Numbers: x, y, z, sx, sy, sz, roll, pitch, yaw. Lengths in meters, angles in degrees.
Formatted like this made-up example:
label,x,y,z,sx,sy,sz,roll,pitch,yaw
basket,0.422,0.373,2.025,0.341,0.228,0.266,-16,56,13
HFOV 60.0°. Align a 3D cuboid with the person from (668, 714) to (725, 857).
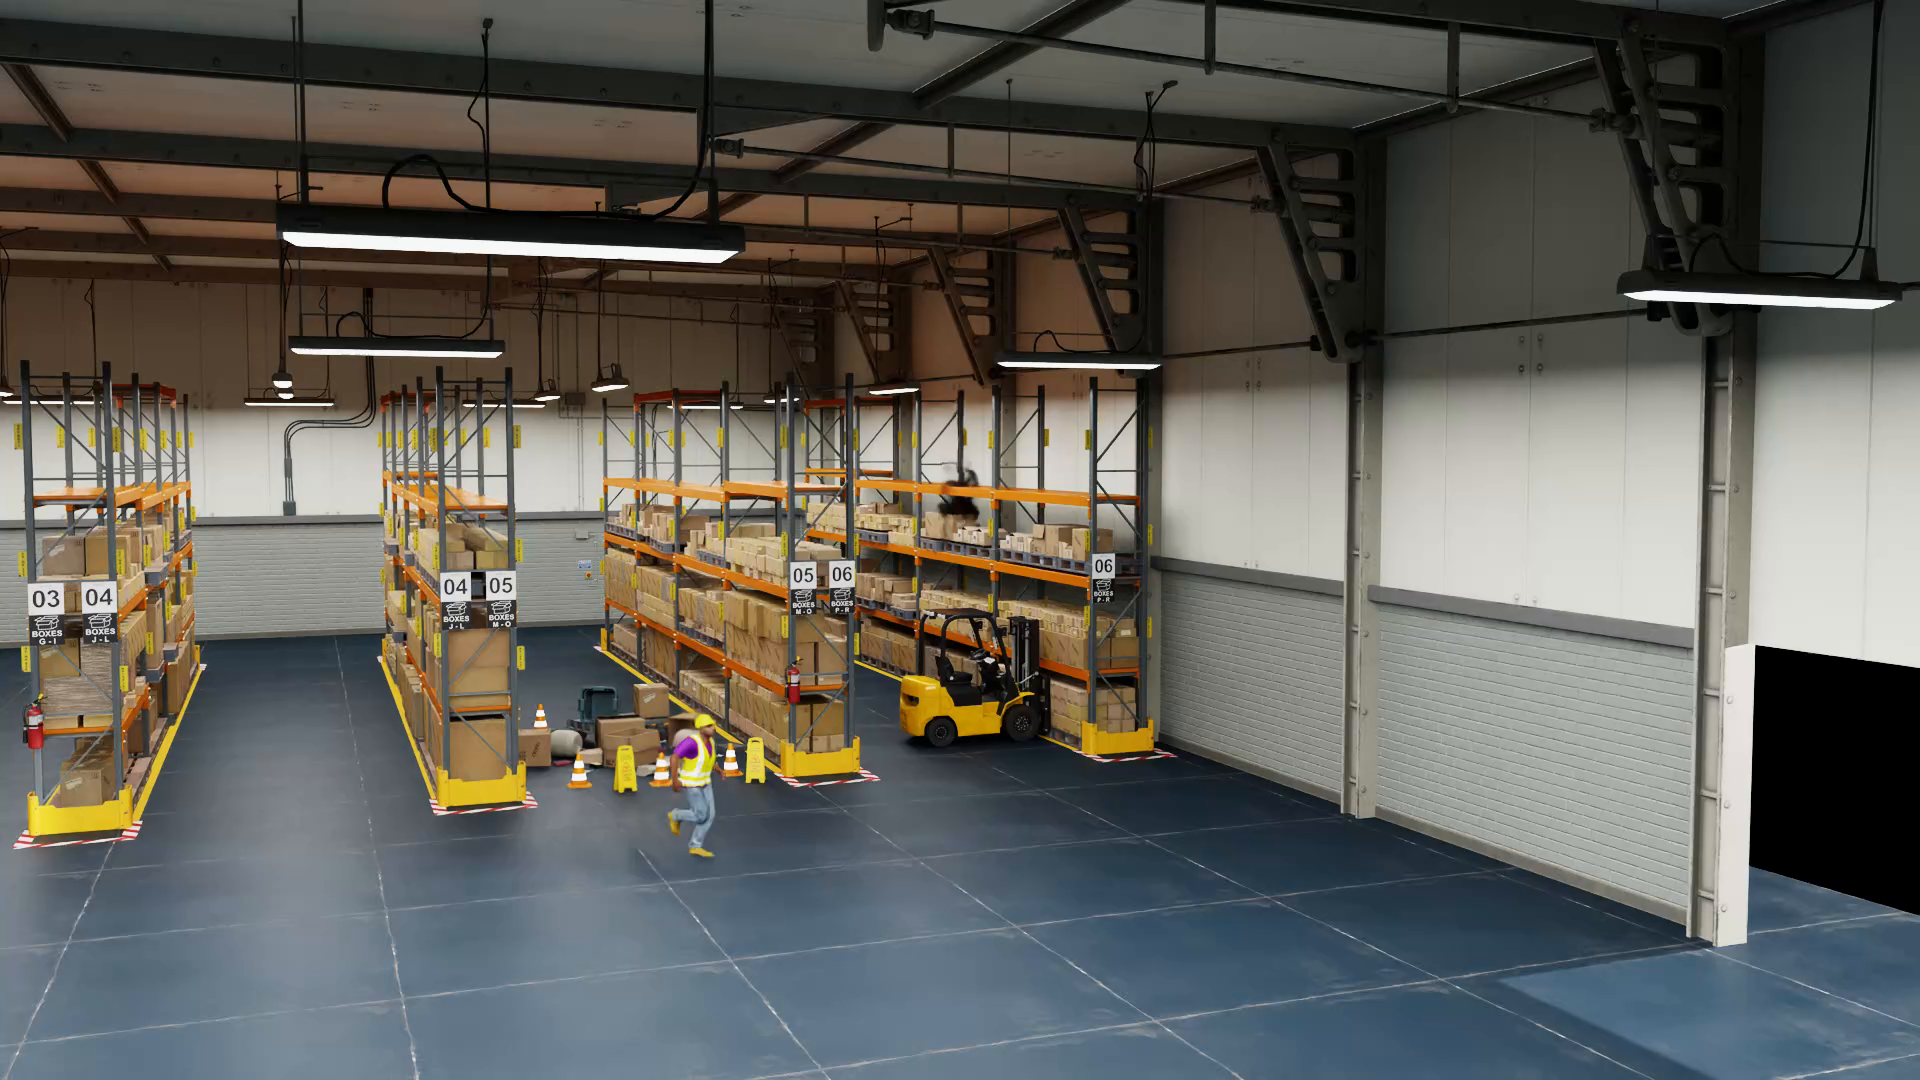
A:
label,x,y,z,sx,sy,sz,roll,pitch,yaw
person,-3.201,2.956,20.091,0.697,1.717,0.741,2,4,28
